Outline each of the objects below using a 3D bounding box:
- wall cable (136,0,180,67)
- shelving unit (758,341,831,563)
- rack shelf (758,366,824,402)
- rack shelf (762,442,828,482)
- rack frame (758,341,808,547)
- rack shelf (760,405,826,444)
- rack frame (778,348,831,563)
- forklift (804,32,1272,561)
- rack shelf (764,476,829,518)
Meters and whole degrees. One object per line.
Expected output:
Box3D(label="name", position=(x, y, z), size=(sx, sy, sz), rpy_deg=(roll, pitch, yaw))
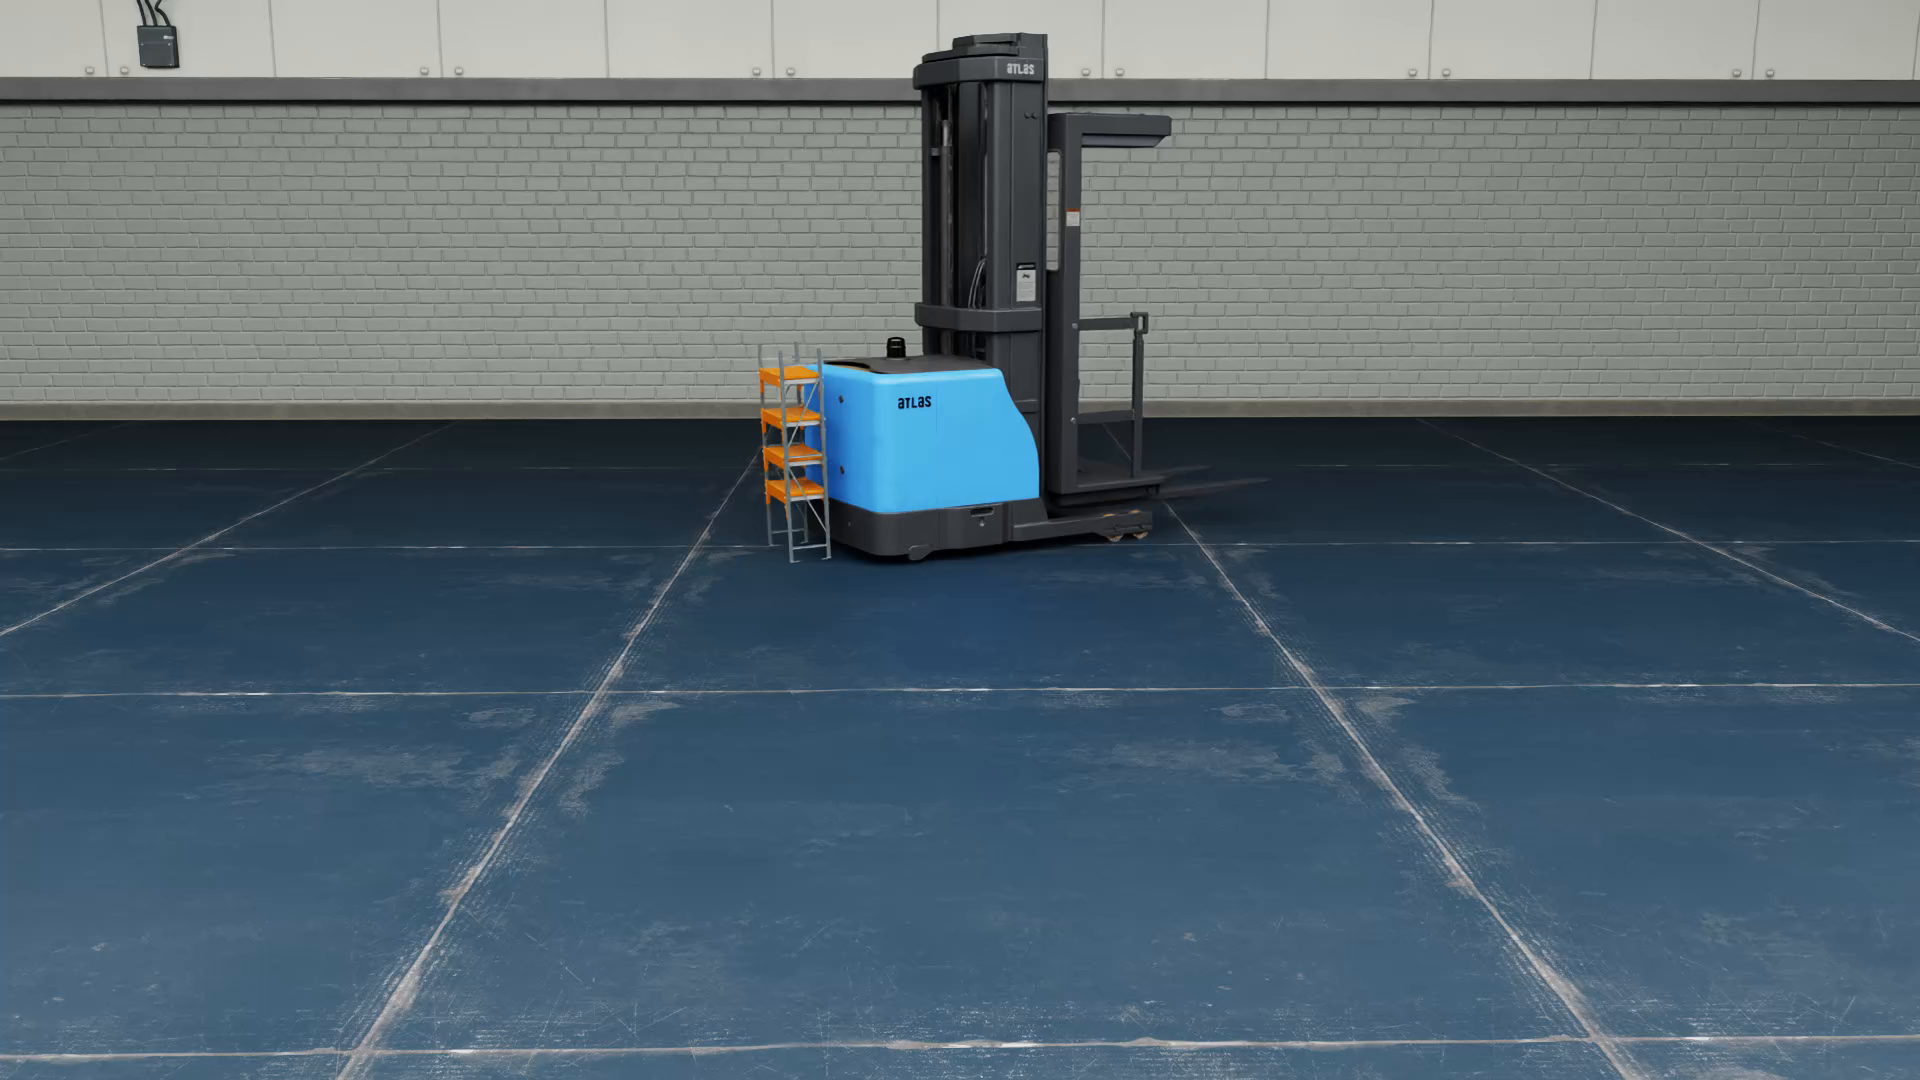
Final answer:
Box3D(label="wall cable", position=(-6.192, -7.199, 14.359), size=(2.305, 6.003, 0.169), rpy_deg=(0, 11, -1))
Box3D(label="shelving unit", position=(-0.953, -0.513, 9.547), size=(0.258, 1.200, 0.503), rpy_deg=(-6, 13, -20))
Box3D(label="rack shelf", position=(-0.965, -0.897, 9.465), size=(0.258, 0.148, 0.480), rpy_deg=(-6, 13, -20))
Box3D(label="rack shelf", position=(-0.951, -0.447, 9.561), size=(0.258, 0.148, 0.480), rpy_deg=(-6, 13, -20))
Box3D(label="rack frame", position=(-1.038, -0.558, 9.771), size=(0.240, 1.200, 0.015), rpy_deg=(-6, 13, -20))
Box3D(label="rack shelf", position=(-0.958, -0.666, 9.515), size=(0.258, 0.148, 0.480), rpy_deg=(-6, 13, -20))
Box3D(label="rack frame", position=(-0.868, -0.467, 9.323), size=(0.240, 1.200, 0.015), rpy_deg=(-6, 13, -20))
Box3D(label="forklift", position=(0.583, -1.514, 10.150), size=(3.031, 2.935, 1.130), rpy_deg=(-7, 13, -31))
Box3D(label="rack shelf", position=(-0.945, -0.253, 9.603), size=(0.258, 0.148, 0.480), rpy_deg=(-6, 13, -20))
